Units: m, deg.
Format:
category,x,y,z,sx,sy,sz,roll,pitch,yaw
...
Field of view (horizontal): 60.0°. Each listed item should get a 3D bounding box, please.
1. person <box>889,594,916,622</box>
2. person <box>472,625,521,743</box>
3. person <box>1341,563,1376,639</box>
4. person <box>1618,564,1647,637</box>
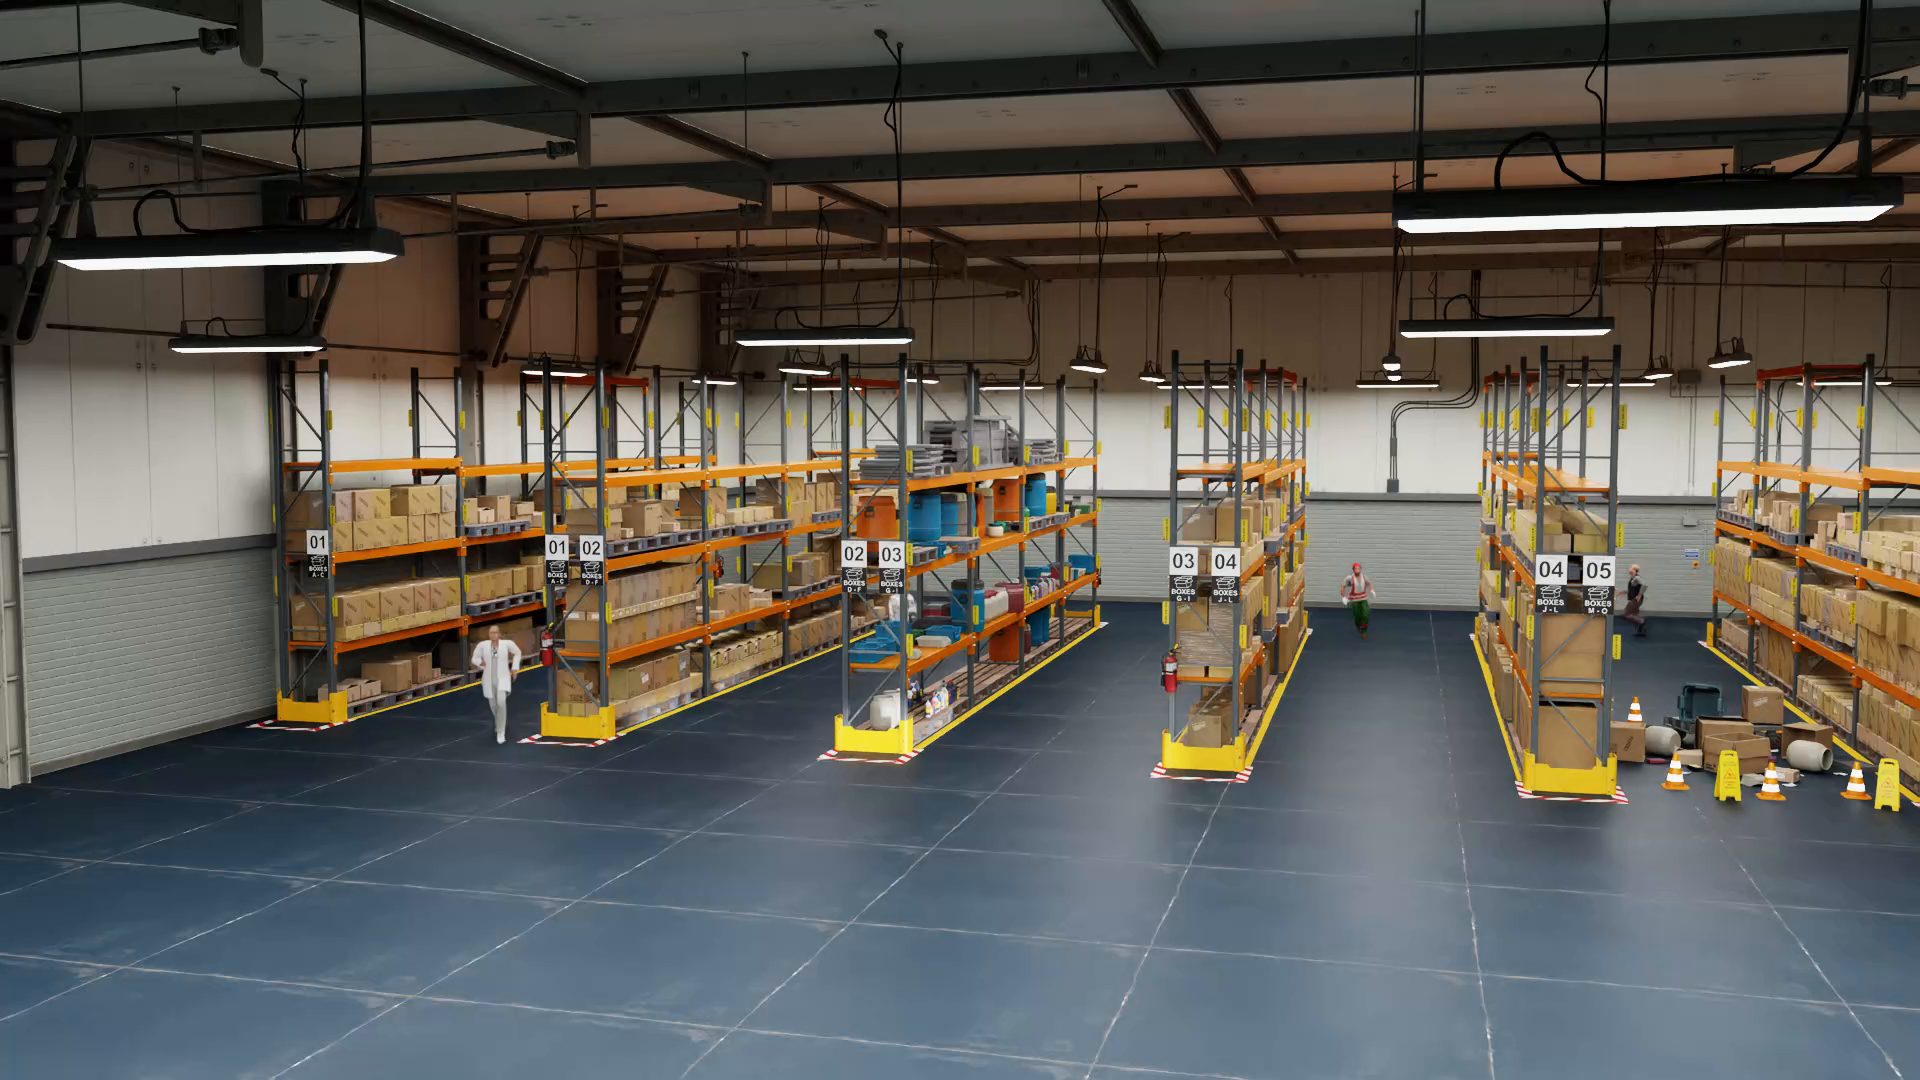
category,x,y,z,sx,sy,sz,roll,pitch,yaw
person,-1.117,1.613,31.772,0.599,1.746,0.699,1,4,13
person,-7.309,2.242,26.215,0.723,1.822,0.932,0,4,-3
person,9.162,1.391,38.353,0.768,1.751,0.629,0,4,0
person,15.532,1.405,38.375,0.661,1.672,0.681,1,4,18
